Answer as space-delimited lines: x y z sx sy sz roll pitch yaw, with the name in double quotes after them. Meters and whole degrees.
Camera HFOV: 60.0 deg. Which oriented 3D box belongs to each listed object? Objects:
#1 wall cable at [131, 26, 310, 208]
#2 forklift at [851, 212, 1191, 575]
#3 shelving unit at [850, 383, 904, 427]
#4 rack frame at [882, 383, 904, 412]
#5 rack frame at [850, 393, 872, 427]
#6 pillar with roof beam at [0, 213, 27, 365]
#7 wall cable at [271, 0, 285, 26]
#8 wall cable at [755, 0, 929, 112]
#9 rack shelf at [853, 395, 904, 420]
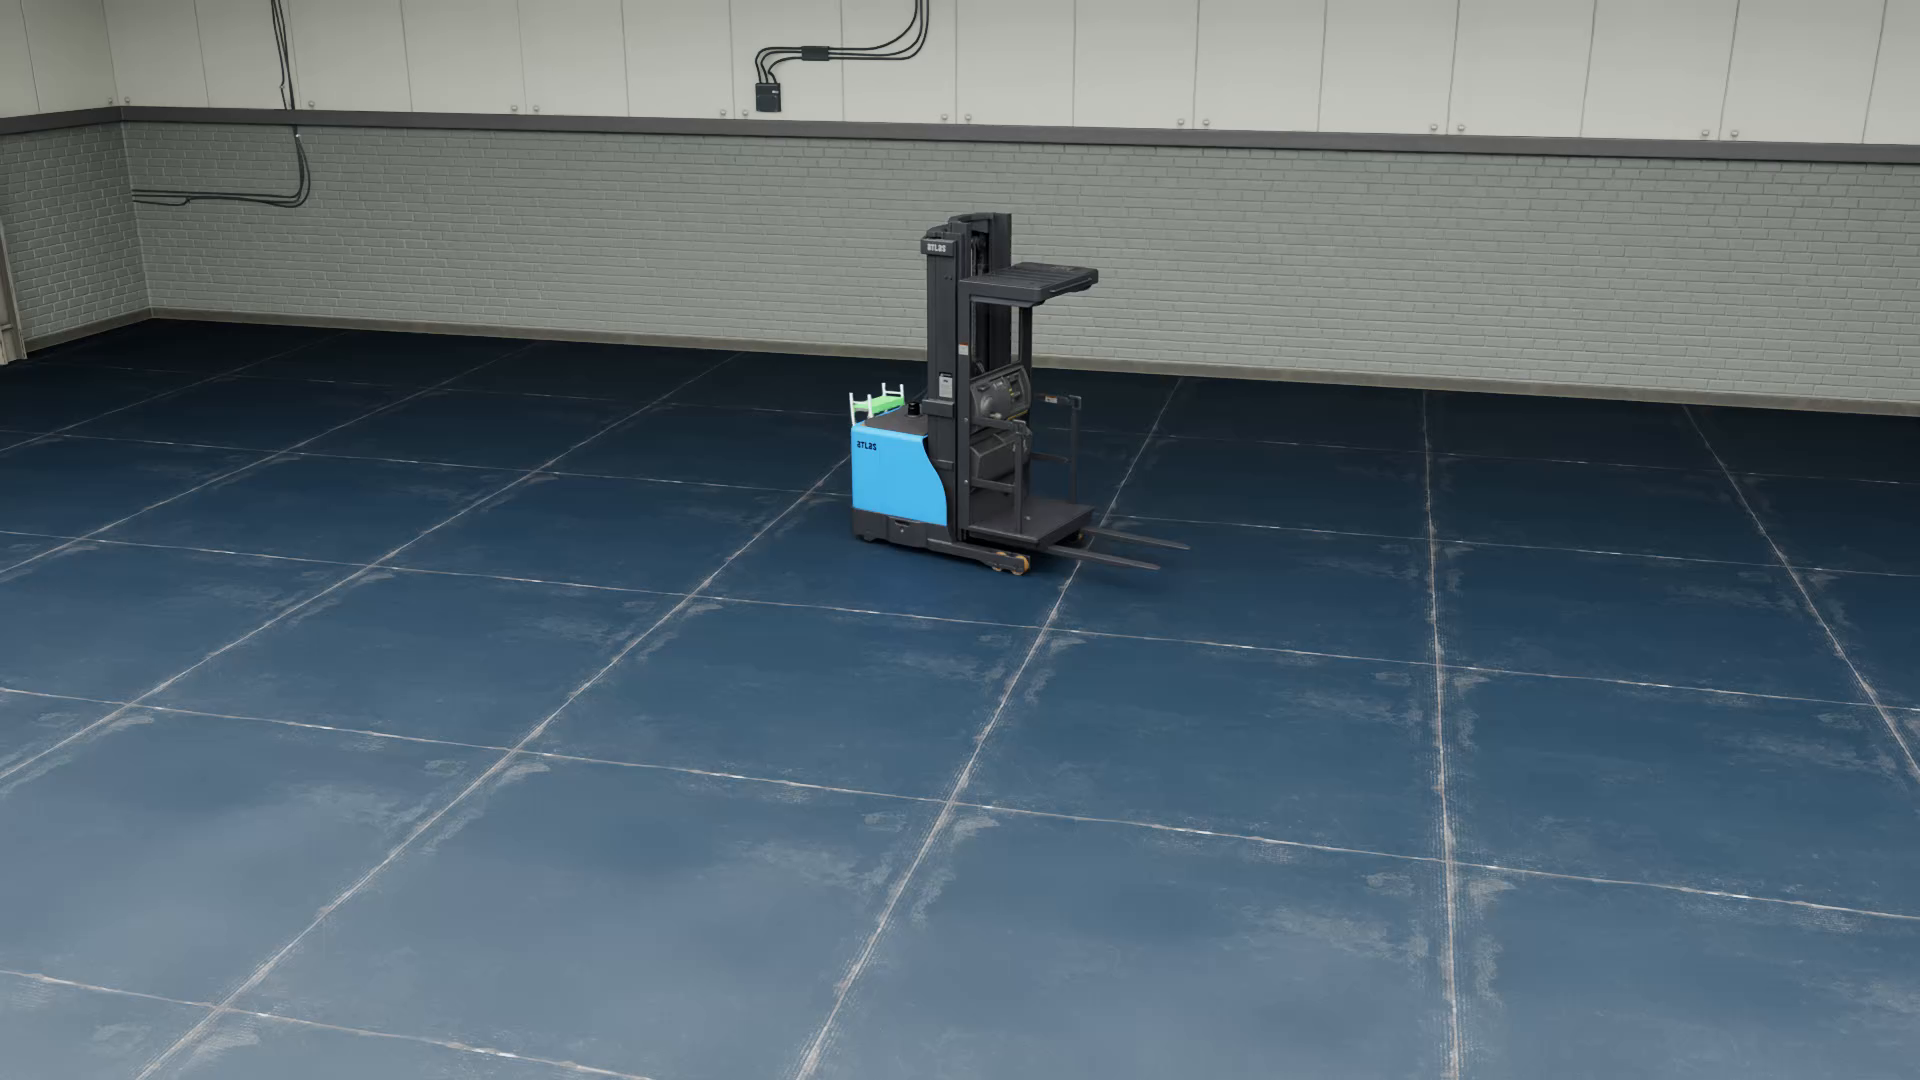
-10.719 -5.999 23.634 3.097 2.526 0.112 5 19 13 "wall cable"
0.531 -1.281 14.403 3.031 2.935 1.130 11 22 30 "forklift"
-0.745 -0.844 15.772 0.258 1.200 0.503 8 20 35 "shelving unit"
-0.602 -0.908 15.959 0.240 1.200 0.015 8 20 35 "rack frame"
-0.888 -0.780 15.585 0.240 1.200 0.015 8 20 35 "rack frame"
-8.547 -6.310 19.739 9.100 9.000 0.400 5 19 13 "pillar with roof beam"
-8.096 -8.176 22.192 3.097 2.526 0.112 5 19 13 "wall cable"
-1.517 -8.324 20.373 2.305 6.003 0.169 5 19 13 "wall cable"
-0.772 -1.243 15.658 0.258 0.148 0.480 8 20 35 "rack shelf"
